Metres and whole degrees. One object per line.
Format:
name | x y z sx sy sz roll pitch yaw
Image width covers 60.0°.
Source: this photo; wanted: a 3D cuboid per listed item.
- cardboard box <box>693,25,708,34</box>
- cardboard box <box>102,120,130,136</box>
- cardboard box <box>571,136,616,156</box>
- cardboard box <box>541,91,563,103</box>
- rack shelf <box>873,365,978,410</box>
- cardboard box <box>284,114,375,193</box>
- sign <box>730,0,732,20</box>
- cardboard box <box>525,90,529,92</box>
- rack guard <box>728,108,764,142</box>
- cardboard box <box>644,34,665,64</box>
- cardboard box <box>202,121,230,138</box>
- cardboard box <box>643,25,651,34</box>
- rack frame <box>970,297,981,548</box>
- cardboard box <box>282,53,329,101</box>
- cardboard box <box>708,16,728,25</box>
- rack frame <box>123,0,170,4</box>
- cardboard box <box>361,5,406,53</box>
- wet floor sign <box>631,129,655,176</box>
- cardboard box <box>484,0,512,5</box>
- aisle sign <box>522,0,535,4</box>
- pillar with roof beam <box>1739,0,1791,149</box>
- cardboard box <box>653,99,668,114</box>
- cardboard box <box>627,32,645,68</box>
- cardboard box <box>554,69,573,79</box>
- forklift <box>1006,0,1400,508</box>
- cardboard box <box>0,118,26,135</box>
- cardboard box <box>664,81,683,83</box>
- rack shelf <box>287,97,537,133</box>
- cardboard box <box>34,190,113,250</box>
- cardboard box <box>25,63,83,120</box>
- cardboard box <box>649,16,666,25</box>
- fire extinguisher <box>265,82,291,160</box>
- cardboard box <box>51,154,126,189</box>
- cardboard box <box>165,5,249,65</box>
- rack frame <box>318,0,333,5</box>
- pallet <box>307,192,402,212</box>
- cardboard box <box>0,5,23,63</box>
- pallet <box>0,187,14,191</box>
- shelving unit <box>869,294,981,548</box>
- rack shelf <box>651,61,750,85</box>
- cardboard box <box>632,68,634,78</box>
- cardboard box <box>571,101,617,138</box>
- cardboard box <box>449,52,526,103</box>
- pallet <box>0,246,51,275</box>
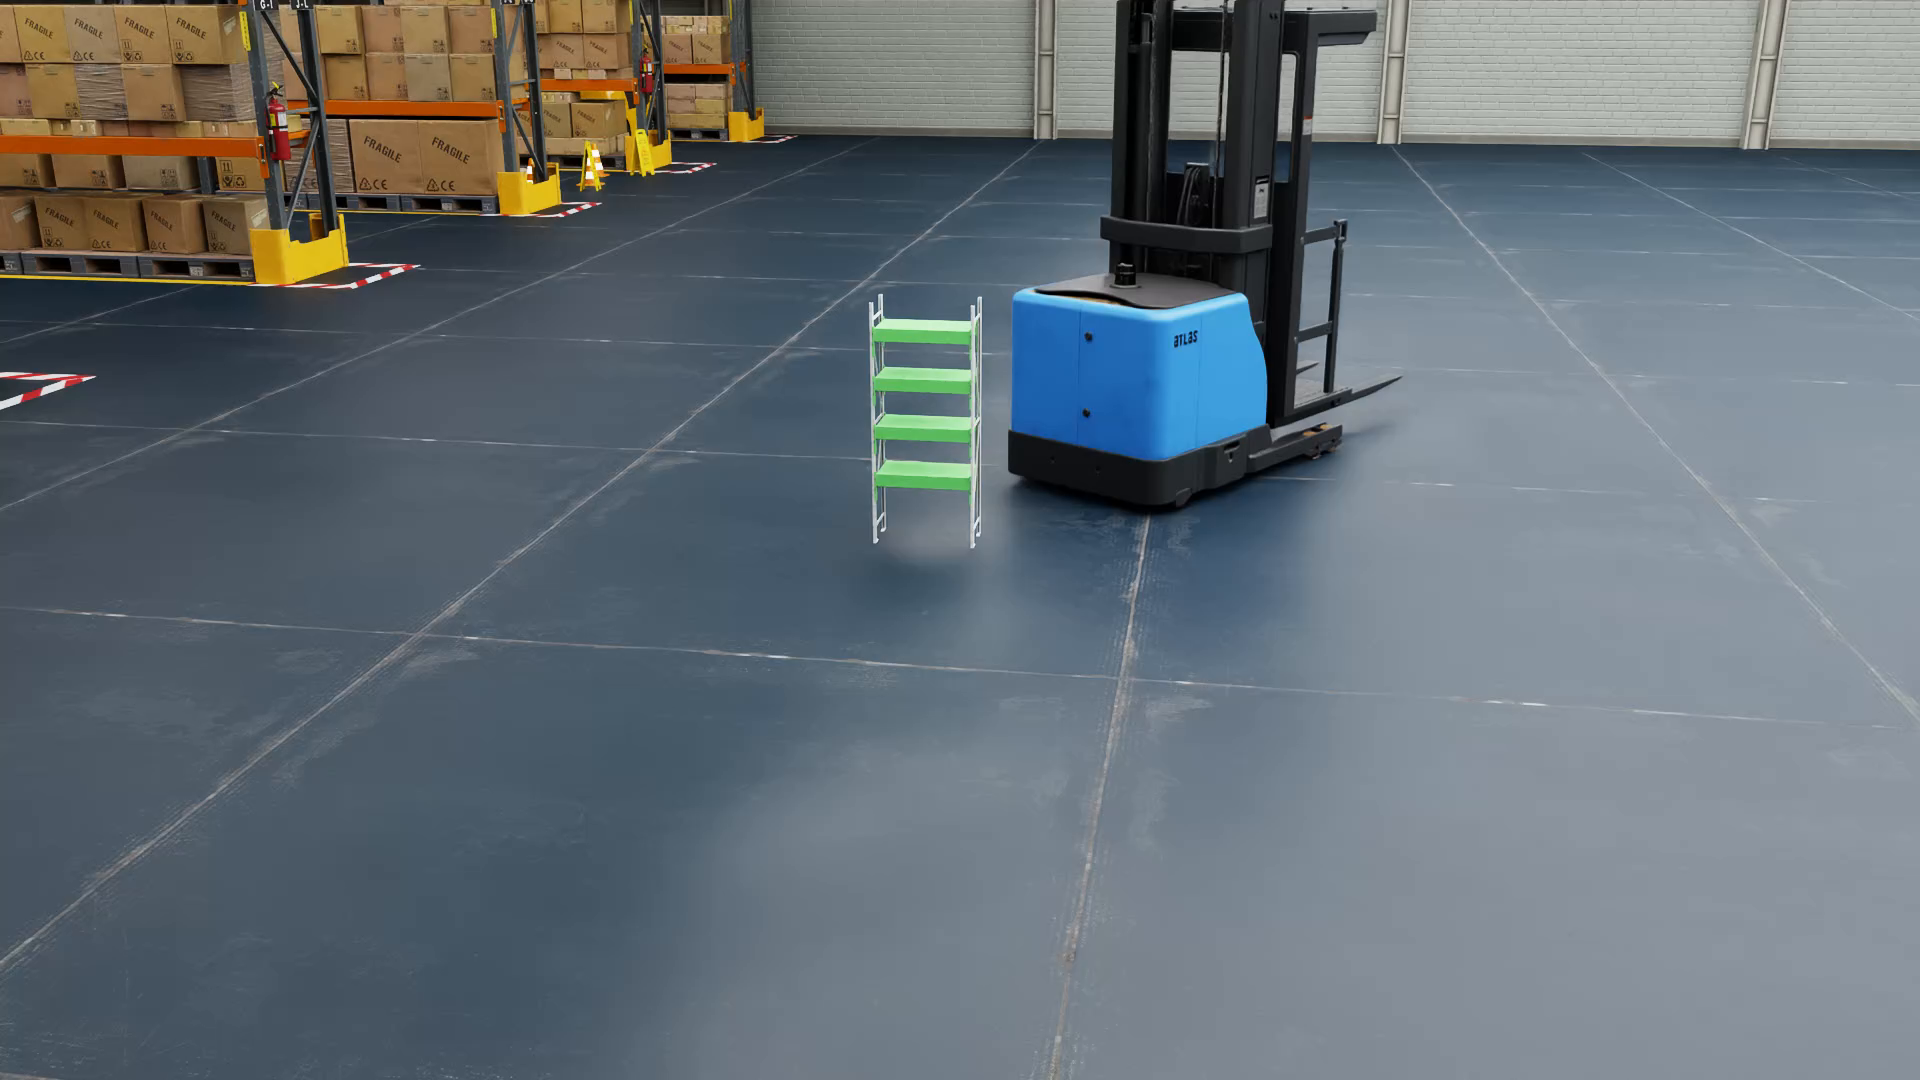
cardboard box | -4.486 -8.910 29.025 0.250 0.149 0.380 3 19 10
cardboard box | -7.749 -3.850 15.478 0.250 0.149 0.380 3 19 9
cardboard box | -5.491 -5.919 24.938 0.500 0.250 0.500 3 19 8
cardboard box | -6.079 -6.595 24.752 0.250 0.149 0.380 3 19 10
rack shelf | -0.163 -0.744 8.082 0.480 0.148 0.258 3 19 9
cardboard box | -7.760 -4.806 20.625 0.875 0.875 0.875 3 19 9
sign | -3.942 -9.114 28.616 0.005 0.325 0.100 3 19 9
cardboard box | -8.309 -7.919 30.323 0.625 0.625 0.875 4 19 11
rack guard | -3.819 -7.435 29.736 0.348 0.500 1.175 3 19 9
cardboard box | -5.387 -8.666 29.319 0.500 0.500 0.500 3 19 8
cardboard box | -6.759 -3.805 15.344 0.250 0.149 0.380 3 19 9
cardboard box | -5.500 -8.963 29.184 0.250 0.149 0.380 3 19 9
rack frame | 0.077 -0.565 8.101 0.015 1.200 0.240 3 19 9
cardboard box | -7.834 -5.684 20.326 0.550 0.550 0.875 3 19 9
cardboard box | -4.230 -9.070 29.034 0.250 0.149 0.380 3 19 9
rack frame | -12.525 -7.469 25.899 0.127 3.000 1.000 3 19 9
cardboard box | -6.761 -6.194 20.150 0.550 0.550 0.875 3 19 9
wet floor sign | -4.608 -5.605 24.038 0.232 0.644 0.267 10 21 27
cardboard box | -6.654 -7.776 24.615 0.500 0.500 0.700 3 19 8
aisle sign | -5.194 -6.834 19.903 0.004 0.787 0.394 3 19 9
pillar with roof beam | 12.702 -9.529 22.602 0.400 9.000 9.100 3 19 9
cardboard box | -5.379 -7.729 29.558 0.500 0.250 0.500 2 19 7
cardboard box | -5.050 -7.366 24.963 0.500 0.500 0.500 3 19 8
cardboard box | -5.806 -6.900 24.594 0.250 0.149 0.380 3 19 10
forklift | 1.605 -1.951 9.516 1.130 2.935 3.031 16 24 39
cardboard box | -8.745 -3.884 15.579 0.250 0.149 0.380 3 19 9
cardboard box | -5.273 -8.127 29.961 0.500 0.250 0.500 3 19 8
rack shelf | -7.286 -5.270 20.460 4.000 0.370 1.077 3 19 9
cardboard box | -8.567 -3.111 16.151 0.500 0.500 0.500 1 19 4
cardboard box | -8.228 -4.242 15.626 0.500 0.500 0.875 3 19 9
cardboard box | -5.249 -9.091 29.098 0.250 0.149 0.380 3 19 10
fire extinguisher | -6.158 -3.775 14.980 0.183 0.674 0.296 3 19 9
cardboard box | -10.840 -4.897 21.095 0.750 0.750 1.050 3 19 9
cardboard box | -6.780 -4.575 15.046 0.500 0.500 0.500 3 19 9
rack frame | -11.741 -9.024 30.547 0.127 3.000 1.000 3 19 9
pallet | -7.314 -4.266 20.720 1.213 0.211 1.003 3 19 9
cardboard box | -8.756 -4.673 15.341 0.500 0.500 0.500 3 19 9
pallet | -12.444 -4.528 21.502 1.213 0.211 1.003 3 19 9
shelving unit | -0.163 -0.577 8.138 0.503 1.200 0.258 3 19 9
rack shelf | -5.817 -8.381 29.758 4.000 0.370 1.077 3 19 9
cardboard box | -4.929 -7.029 24.980 0.250 0.149 0.380 3 19 9
cardboard box | -5.458 -6.276 24.822 0.500 0.500 0.500 3 19 9
cardboard box | -5.685 -5.586 20.035 0.550 0.550 0.875 3 19 9
pallet | -9.479 -2.818 16.393 1.213 0.211 1.003 3 19 9
